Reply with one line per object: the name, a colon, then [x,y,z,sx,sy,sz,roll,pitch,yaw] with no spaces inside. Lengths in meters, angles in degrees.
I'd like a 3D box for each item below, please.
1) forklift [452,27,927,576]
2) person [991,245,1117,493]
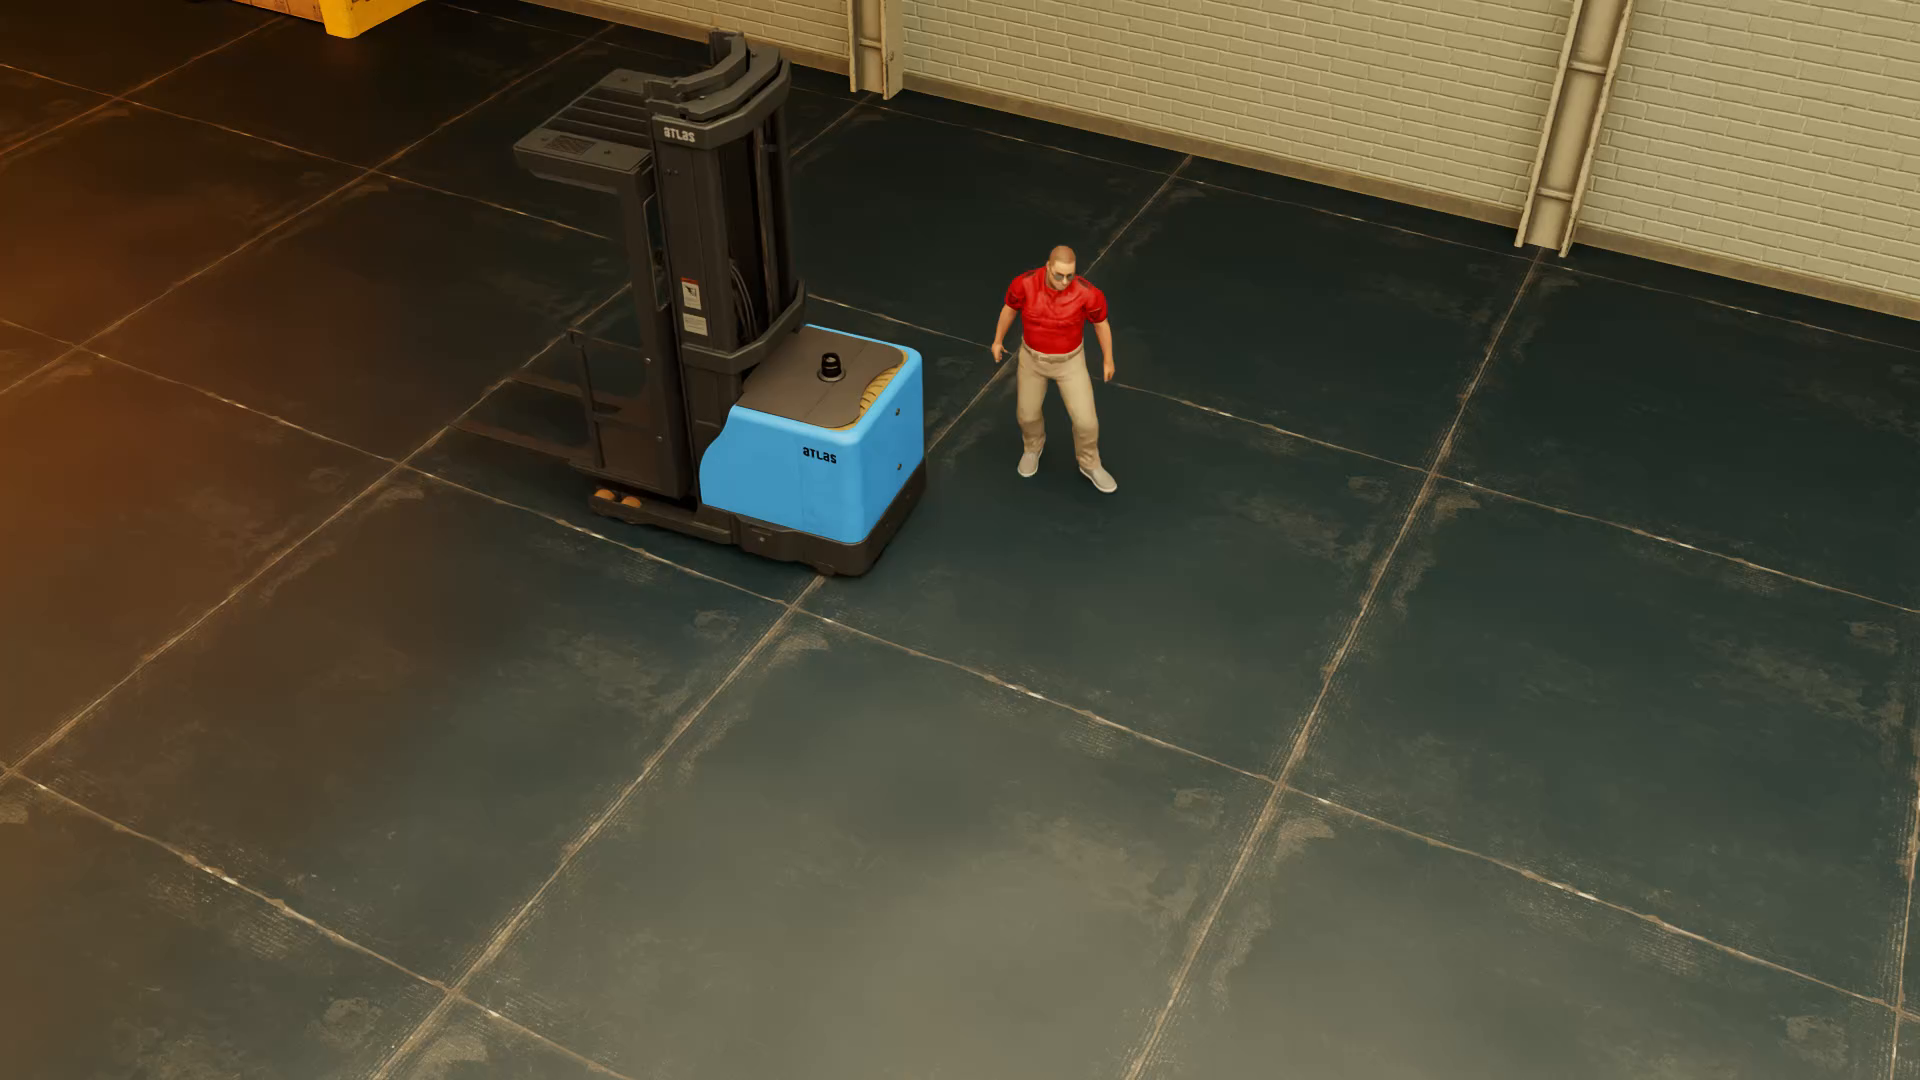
forklift: [-1.778,-1.521,9.793,3.031,2.935,1.130,15,42,17]
person: [0.605,-1.104,10.268,0.878,1.701,0.405,9,41,11]
